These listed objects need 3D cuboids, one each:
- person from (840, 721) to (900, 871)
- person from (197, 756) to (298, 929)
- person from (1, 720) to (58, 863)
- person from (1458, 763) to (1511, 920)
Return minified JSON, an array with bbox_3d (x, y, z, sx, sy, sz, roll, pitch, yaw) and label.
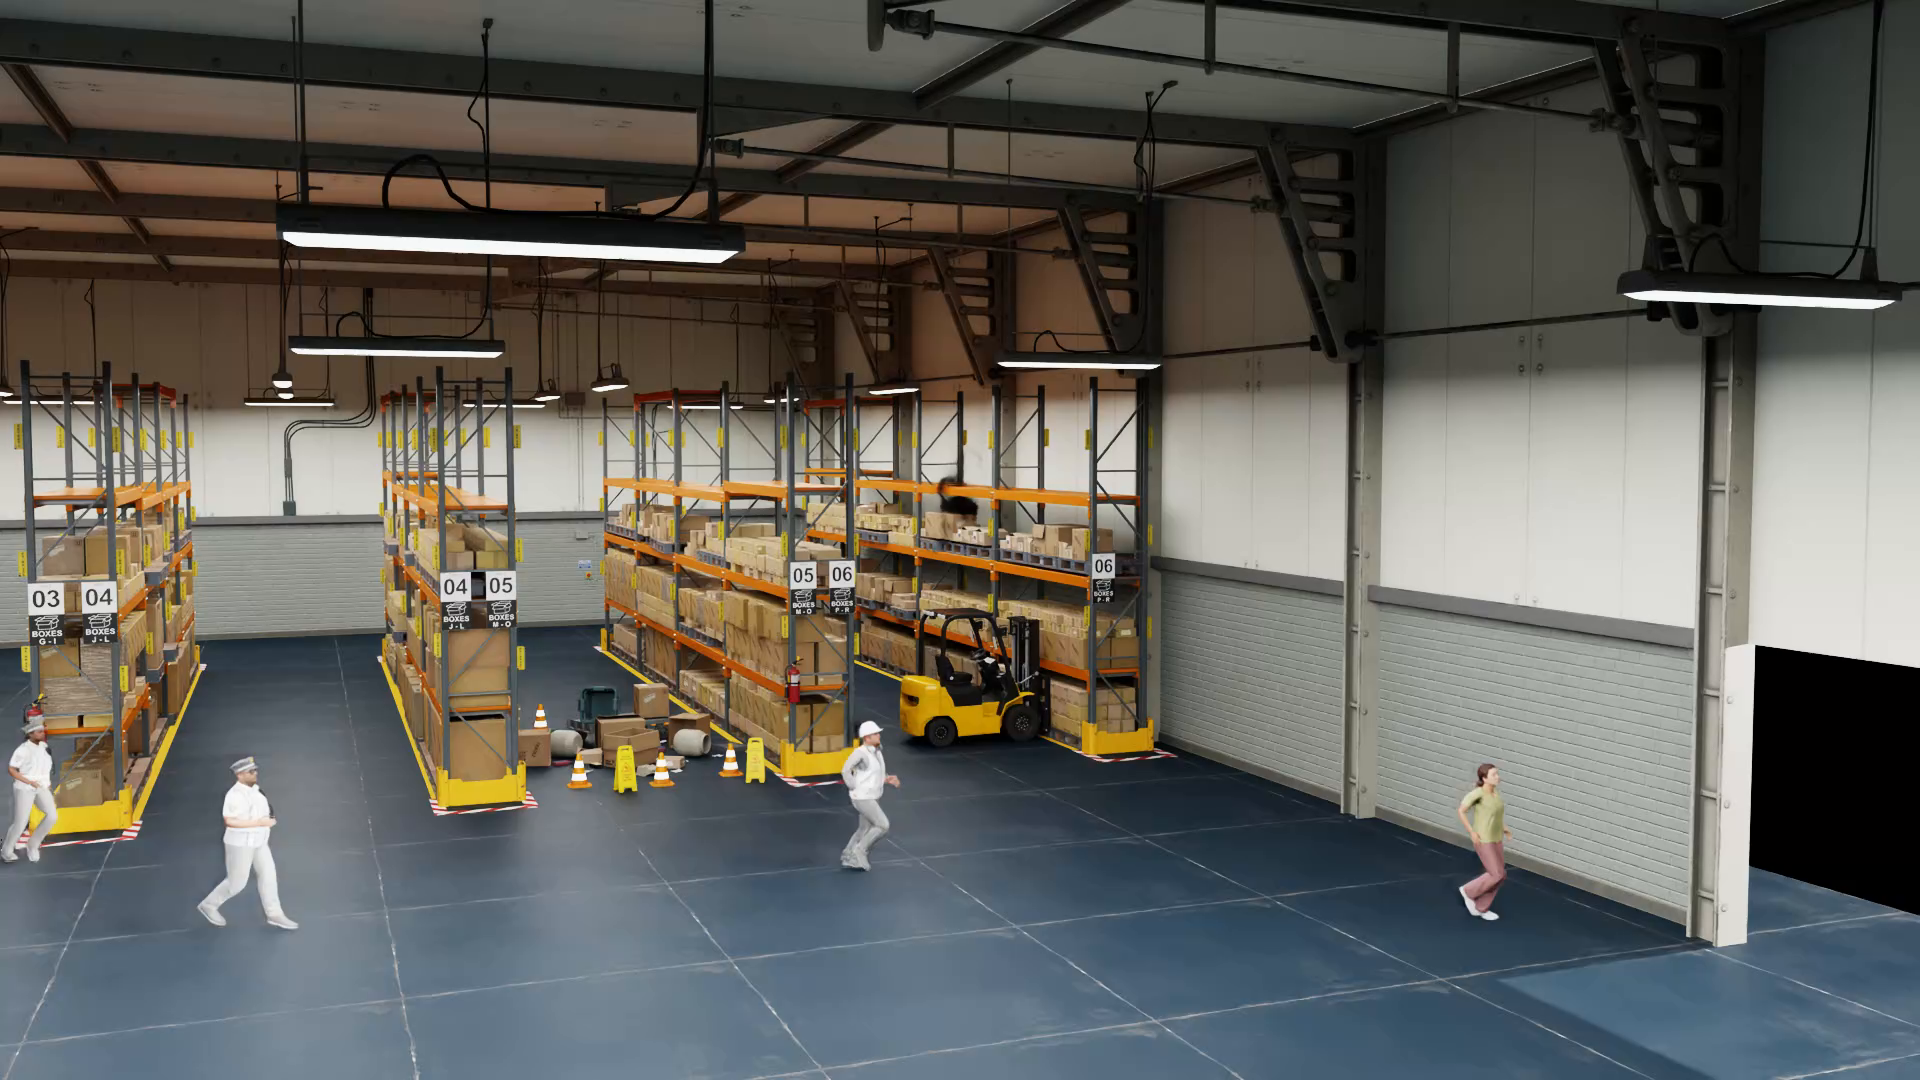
[{"bbox_3d":[-1.055,2.963,19.306,0.724,1.723,0.584,1,4,18],"label":"person"},{"bbox_3d":[-7.254,3.081,16.875,0.987,1.789,0.662,0,3,7],"label":"person"},{"bbox_3d":[-11.044,2.984,19.830,0.632,1.678,0.631,1,4,22],"label":"person"},{"bbox_3d":[5.495,3.142,17.344,0.585,1.633,0.512,-3,4,-37],"label":"person"}]
